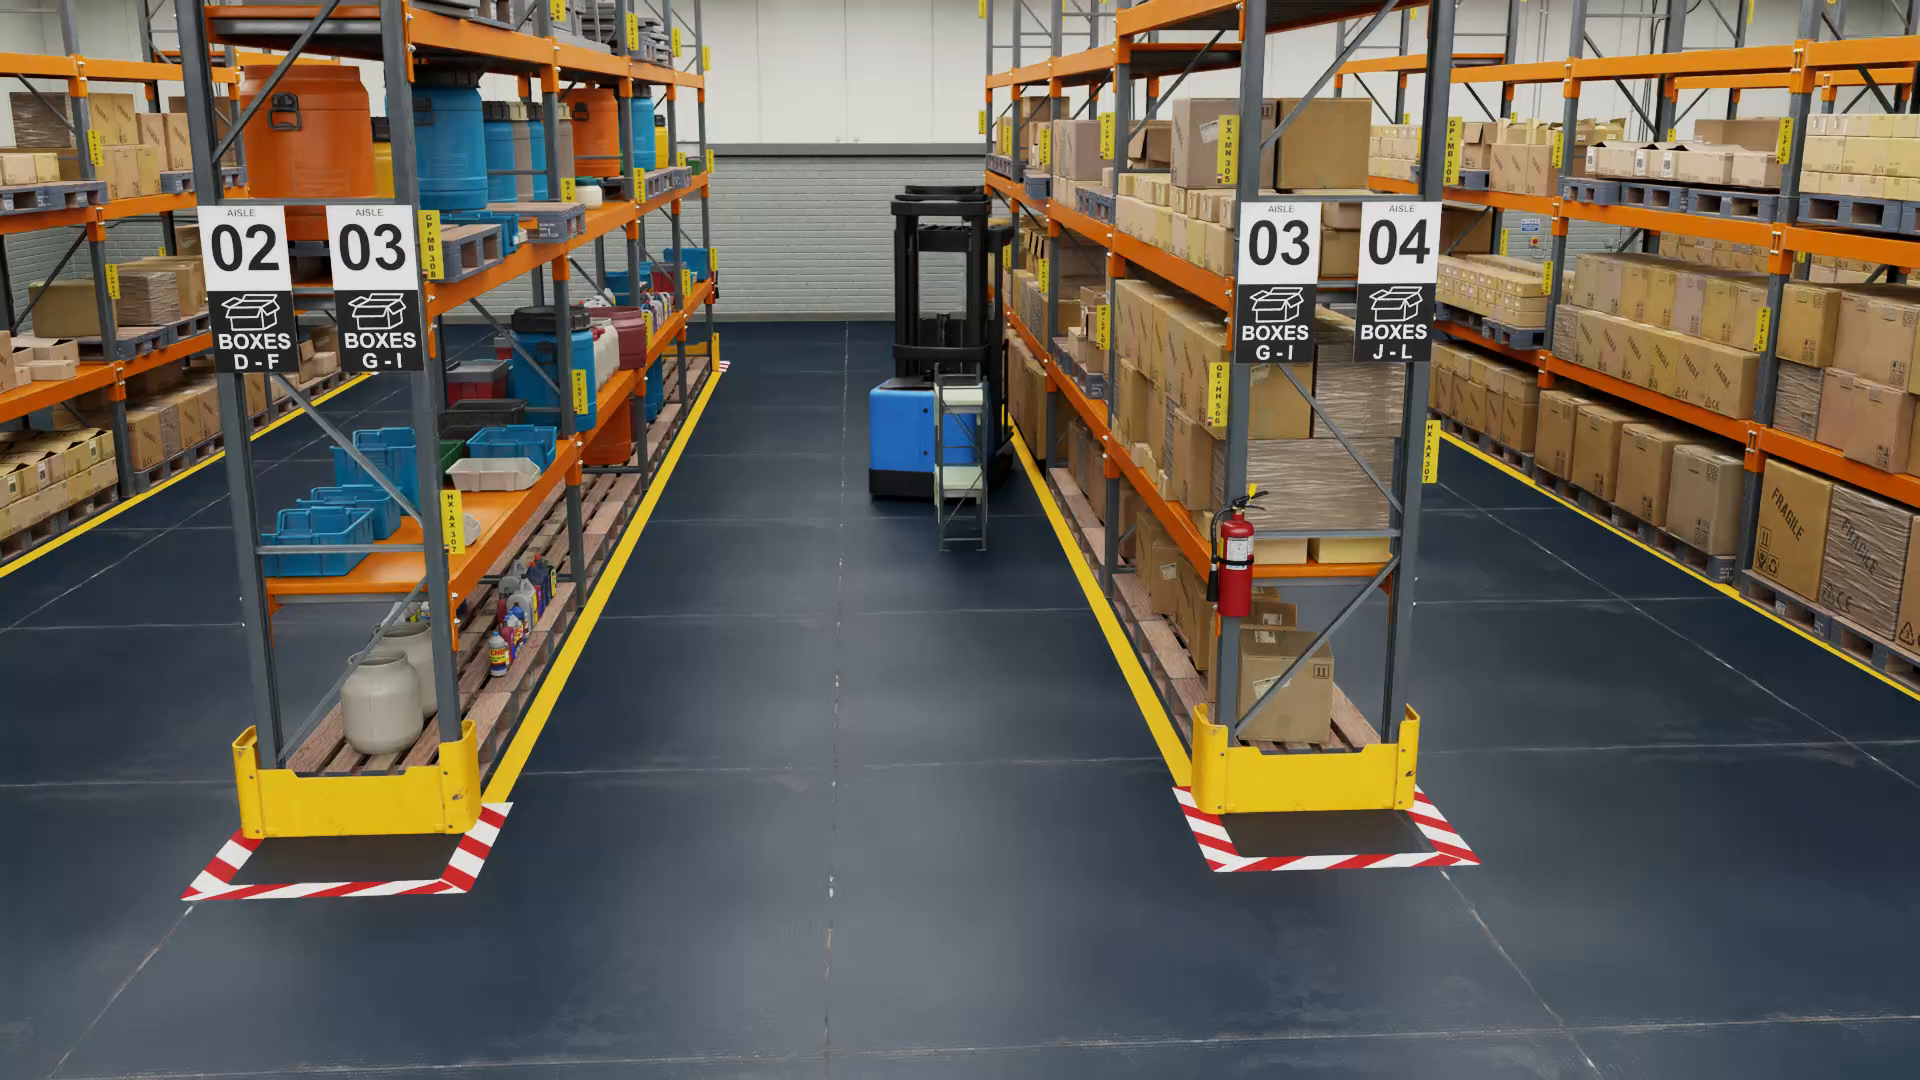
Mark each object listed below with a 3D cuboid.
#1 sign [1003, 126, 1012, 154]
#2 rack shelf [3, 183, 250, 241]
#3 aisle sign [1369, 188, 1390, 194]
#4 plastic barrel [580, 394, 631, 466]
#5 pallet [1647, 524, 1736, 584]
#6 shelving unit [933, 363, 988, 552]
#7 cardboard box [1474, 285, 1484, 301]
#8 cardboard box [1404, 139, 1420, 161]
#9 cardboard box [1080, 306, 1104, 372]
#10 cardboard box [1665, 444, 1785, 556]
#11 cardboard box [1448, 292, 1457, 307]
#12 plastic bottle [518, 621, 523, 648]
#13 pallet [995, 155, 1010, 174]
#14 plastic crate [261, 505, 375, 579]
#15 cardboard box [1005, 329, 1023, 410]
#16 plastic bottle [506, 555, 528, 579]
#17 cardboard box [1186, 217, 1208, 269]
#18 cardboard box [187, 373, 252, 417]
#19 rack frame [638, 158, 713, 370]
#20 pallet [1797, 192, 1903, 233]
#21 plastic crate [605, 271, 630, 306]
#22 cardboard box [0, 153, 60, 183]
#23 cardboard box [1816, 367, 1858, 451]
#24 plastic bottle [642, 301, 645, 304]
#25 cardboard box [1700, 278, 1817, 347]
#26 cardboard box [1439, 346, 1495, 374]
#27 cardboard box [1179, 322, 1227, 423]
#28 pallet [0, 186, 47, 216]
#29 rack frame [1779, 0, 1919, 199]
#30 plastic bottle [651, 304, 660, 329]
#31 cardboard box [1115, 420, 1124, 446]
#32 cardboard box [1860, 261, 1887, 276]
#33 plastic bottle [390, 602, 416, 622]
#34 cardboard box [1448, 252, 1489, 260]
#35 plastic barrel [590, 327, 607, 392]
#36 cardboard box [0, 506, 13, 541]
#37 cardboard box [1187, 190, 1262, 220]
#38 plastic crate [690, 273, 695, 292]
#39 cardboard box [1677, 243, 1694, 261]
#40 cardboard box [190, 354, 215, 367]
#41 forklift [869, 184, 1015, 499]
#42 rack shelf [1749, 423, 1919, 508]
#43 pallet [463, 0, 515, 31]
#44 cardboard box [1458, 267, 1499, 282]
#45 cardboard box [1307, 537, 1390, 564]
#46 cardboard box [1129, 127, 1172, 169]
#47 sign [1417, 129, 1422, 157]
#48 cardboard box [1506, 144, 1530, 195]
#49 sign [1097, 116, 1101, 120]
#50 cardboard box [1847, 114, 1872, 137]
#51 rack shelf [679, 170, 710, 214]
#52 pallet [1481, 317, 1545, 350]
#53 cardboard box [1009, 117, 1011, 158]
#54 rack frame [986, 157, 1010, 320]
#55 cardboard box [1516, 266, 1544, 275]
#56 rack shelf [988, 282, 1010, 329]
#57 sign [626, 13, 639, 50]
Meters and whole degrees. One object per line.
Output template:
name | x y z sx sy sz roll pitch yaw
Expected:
sign | 0.564 -4.742 19.719 0.100 0.325 0.005 -1 14 -3
rack shelf | -8.646 -3.464 17.394 1.077 0.370 4.000 -1 14 -3
aisle sign | 6.122 -5.337 24.033 0.394 0.787 0.004 -1 14 -3
plastic barrel | -3.625 -1.212 16.728 0.600 0.830 0.708 -1 14 -3
pallet | 6.447 0.089 13.758 1.003 0.211 1.213 -1 14 -3
shelving unit | 0.000 -0.725 14.333 0.431 1.500 0.755 -1 14 -3
cardboard box | 5.772 -2.663 17.922 0.380 0.149 0.250 -1 14 -4
cardboard box | 5.792 -4.794 20.415 0.500 0.250 0.500 -2 15 -6
cardboard box | 1.414 -1.703 14.074 0.797 0.503 0.637 1 14 2
cardboard box | 6.442 -0.338 13.492 1.050 0.750 0.750 -1 14 -4
cardboard box | 5.726 -2.713 18.710 0.380 0.149 0.250 -1 14 -4
plastic bottle | -2.917 0.603 10.894 0.097 0.201 0.097 0 14 0
pallet | 1.005 -4.925 21.807 1.003 0.211 1.213 -1 14 -3
plastic crate | -3.412 0.004 8.790 0.499 0.251 0.616 -1 14 -3
cardboard box | 1.178 -2.025 19.797 1.225 0.875 0.875 -1 14 -3
plastic bottle | -3.146 0.285 11.833 0.144 0.351 0.185 -1 14 -3
cardboard box | 1.544 -1.645 9.181 0.500 0.250 0.500 -1 14 -3
cardboard box | -8.431 -1.618 18.930 0.500 0.500 0.500 -1 14 -3
rack frame | -4.073 -3.927 23.771 1.000 3.000 0.127 -1 14 -3
pallet | 6.611 -2.277 11.515 1.003 0.211 1.213 -1 14 -3
plastic crate | -4.195 -3.065 20.330 0.392 0.384 0.575 -1 14 -3
cardboard box | -8.437 -3.334 14.902 0.500 0.250 0.500 -2 15 -8
cardboard box | 6.662 -0.916 11.764 0.875 0.550 0.550 -1 14 -3
plastic bottle | -3.548 -2.554 18.693 0.097 0.271 0.097 0 14 0
cardboard box | 6.500 -1.855 13.508 0.700 0.500 0.500 -1 14 -4
cardboard box | 5.892 -2.096 19.323 0.500 0.250 0.500 0 14 -2
cardboard box | 1.544 -0.959 9.428 0.500 0.500 0.500 -1 14 -3
pallet | -8.318 -2.778 13.663 1.003 0.211 1.213 0 14 -1
rack frame | 6.570 -3.976 11.921 1.000 3.000 0.127 -1 14 -3
plastic bottle | -3.402 -2.472 18.364 0.152 0.276 0.135 -1 14 -3
cardboard box | 1.329 -0.777 12.032 0.380 0.149 0.250 -1 14 -3
cardboard box | 10.837 -3.330 19.242 0.500 0.500 0.500 -1 14 -5
plastic bottle | -3.644 0.533 10.869 0.144 0.351 0.185 0 14 -1
cardboard box | 6.296 -3.380 20.846 0.500 0.500 0.500 -1 14 -4
plastic barrel | -3.242 -1.540 14.220 0.433 0.535 0.433 0 14 0
cardboard box | -8.117 -0.099 13.568 0.500 0.250 0.500 -1 14 -5
cardboard box | 1.468 -1.857 9.205 0.380 0.149 0.250 -1 14 -3
plastic crate | -3.690 -3.369 21.815 0.416 0.233 0.300 -1 14 -3
cardboard box | 10.564 -3.956 23.682 0.500 0.500 0.500 -1 14 -4
cardboard box | -9.088 -1.997 20.401 0.500 0.500 0.500 -1 14 -3
forklift | -0.061 -2.130 16.924 1.130 2.935 3.031 3 15 12
rack shelf | 6.694 -0.225 10.825 1.077 0.370 4.000 -1 14 -3
pallet | -3.172 -3.055 9.520 1.003 0.211 1.213 -1 14 -3
cardboard box | 5.741 -2.937 18.388 0.380 0.149 0.250 0 14 -2
cardboard box | 2.082 0.022 8.924 0.380 0.149 0.250 -1 14 -3
cardboard box | 1.683 -2.844 12.490 0.797 0.503 0.637 -2 15 -6
sign | 5.534 -4.753 19.924 0.100 0.325 0.005 -1 14 -3
cardboard box | 5.990 -3.829 17.168 0.500 0.500 0.500 -1 14 -3
sign | 1.659 -4.875 19.766 0.100 0.325 0.005 -1 14 -3
cardboard box | 6.286 -2.818 11.299 0.380 0.149 0.250 -1 14 -4
rack shelf | -3.949 -4.534 21.554 1.077 0.370 4.000 -1 14 -3
pallet | 6.172 -2.148 17.242 1.213 0.211 1.003 -1 14 -3
cardboard box | 0.981 -5.090 21.024 0.700 0.500 0.500 0 14 -1
rack frame | 0.870 -4.004 24.068 1.000 3.000 0.127 -1 14 -3
cardboard box | 6.393 -2.942 18.410 0.380 0.149 0.250 -1 14 -4
rack shelf | 0.994 -3.158 22.225 1.077 0.370 4.000 -1 14 -3
sign | -3.029 -4.697 15.371 0.100 0.325 0.005 -1 14 -3
